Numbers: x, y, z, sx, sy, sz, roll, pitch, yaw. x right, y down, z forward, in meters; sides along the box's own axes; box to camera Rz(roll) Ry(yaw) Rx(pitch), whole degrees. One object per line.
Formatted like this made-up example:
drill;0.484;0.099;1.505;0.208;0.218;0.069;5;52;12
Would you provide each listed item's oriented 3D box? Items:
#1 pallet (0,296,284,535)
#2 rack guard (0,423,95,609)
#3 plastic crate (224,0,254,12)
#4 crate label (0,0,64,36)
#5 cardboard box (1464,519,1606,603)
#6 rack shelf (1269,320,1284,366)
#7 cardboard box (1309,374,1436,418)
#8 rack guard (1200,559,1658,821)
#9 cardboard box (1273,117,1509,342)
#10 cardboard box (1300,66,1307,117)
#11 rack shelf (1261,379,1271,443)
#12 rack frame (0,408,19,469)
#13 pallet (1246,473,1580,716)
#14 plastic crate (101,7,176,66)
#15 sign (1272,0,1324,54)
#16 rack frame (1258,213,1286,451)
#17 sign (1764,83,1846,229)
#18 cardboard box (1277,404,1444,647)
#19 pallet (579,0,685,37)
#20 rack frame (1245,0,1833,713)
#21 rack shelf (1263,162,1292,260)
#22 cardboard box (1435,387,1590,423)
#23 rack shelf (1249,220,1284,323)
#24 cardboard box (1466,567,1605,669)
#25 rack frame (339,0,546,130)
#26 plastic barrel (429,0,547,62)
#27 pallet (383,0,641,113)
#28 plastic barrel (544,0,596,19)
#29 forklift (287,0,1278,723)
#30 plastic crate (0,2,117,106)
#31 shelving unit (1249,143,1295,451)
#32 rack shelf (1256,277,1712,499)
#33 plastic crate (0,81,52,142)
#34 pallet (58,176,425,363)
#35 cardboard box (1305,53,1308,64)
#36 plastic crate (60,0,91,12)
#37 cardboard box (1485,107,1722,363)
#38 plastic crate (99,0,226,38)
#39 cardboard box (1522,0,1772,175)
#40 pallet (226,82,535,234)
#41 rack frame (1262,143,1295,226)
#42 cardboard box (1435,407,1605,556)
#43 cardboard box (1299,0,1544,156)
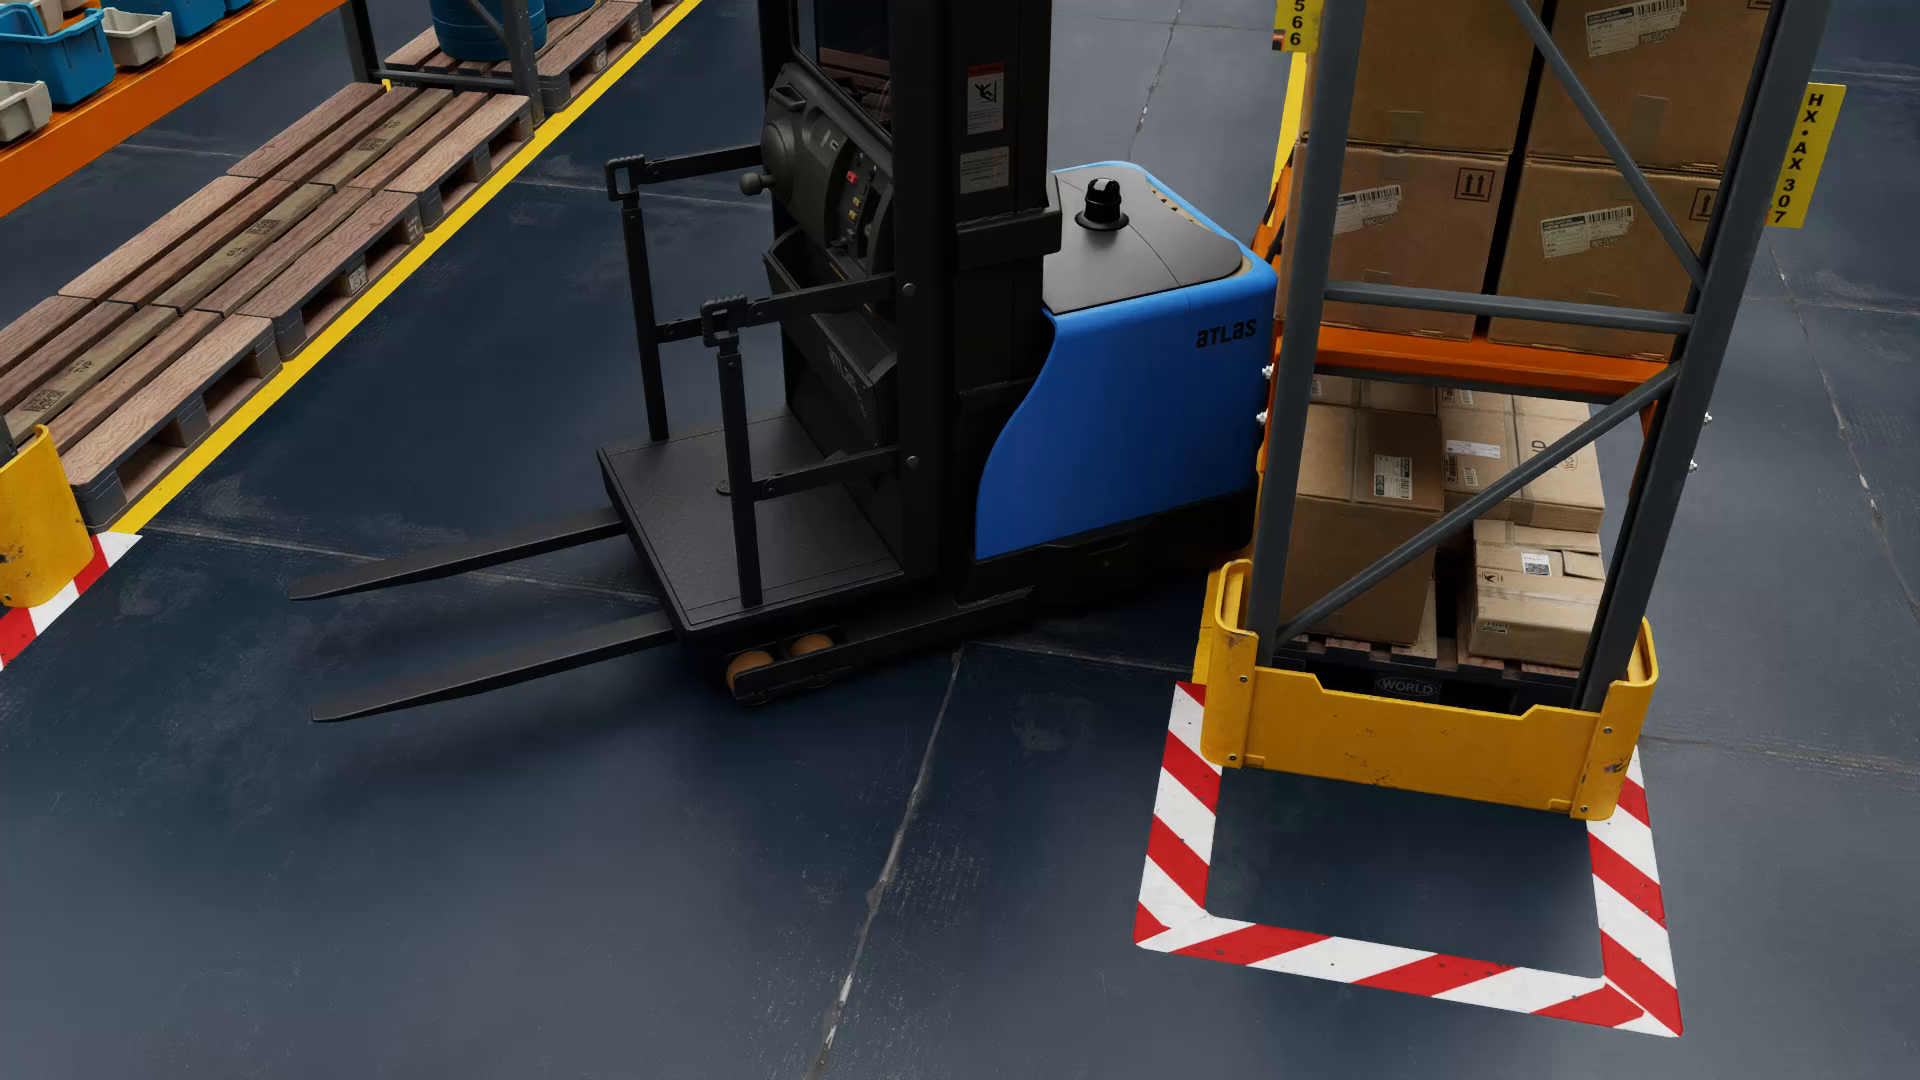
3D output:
pallet;-3.338;-0.509;6.272;1.003;0.211;1.213;7;37;10
rack guard;-3.545;-0.142;5.520;1.175;0.500;0.348;7;37;10
plastic crate;-2.832;-2.154;6.257;0.416;0.233;0.300;7;37;10
crate label;-3.443;-1.905;5.996;0.396;0.136;0.243;7;37;10
cardboard box;1.765;0.082;5.120;0.380;0.166;0.250;7;37;10
rack shelf;1.031;-0.697;5.725;0.258;0.148;0.480;18;45;0
cardboard box;1.394;-0.495;5.845;0.500;0.250;0.500;7;37;10
rack guard;1.302;0.422;4.742;1.175;0.500;0.348;7;37;10
cardboard box;1.116;-0.878;4.321;0.500;0.500;0.500;8;37;11
cardboard box;1.223;-1.176;4.732;0.500;0.500;0.500;8;37;10
rack shelf;0.988;-0.562;5.865;0.258;0.148;0.480;18;45;0
rack frame;-3.552;-1.170;4.808;1.000;3.000;0.127;7;37;10
pallet;1.472;0.082;5.458;1.003;0.211;1.213;7;37;10
plastic crate;-2.883;-1.750;5.782;0.250;0.136;0.298;7;37;10
sign;0.748;-1.225;3.628;0.100;0.325;0.005;7;37;10
rack frame;0.991;-0.579;5.504;0.240;1.200;0.015;18;45;0
sign;1.816;-0.829;3.601;0.100;0.325;0.005;7;37;10
cardboard box;1.162;-0.056;5.026;0.500;0.500;0.500;7;37;10
pallet;-2.234;-3.473;10.362;1.003;0.211;1.213;7;37;10
rack frame;1.286;-0.547;3.949;1.000;3.000;0.127;7;37;10
rack shelf;1.130;-1.008;5.401;0.258;0.148;0.480;18;45;0
cardboard box;1.893;-0.461;5.798;0.500;0.250;0.500;7;37;10
rack shelf;1.079;-0.848;5.568;0.258;0.148;0.480;18;45;0
cardboard box;1.711;0.232;4.928;0.380;0.149;0.250;7;37;10
rack frame;-2.698;-3.463;7.972;1.000;3.000;0.127;7;37;10
plastic barrel;-2.565;-3.093;8.892;0.600;0.901;0.708;7;37;10
pallet;-2.492;-2.771;9.394;1.003;0.211;1.213;7;37;10
plastic barrel;-2.414;-3.499;9.452;0.600;0.901;0.708;7;37;10
forklift;-0.570;-1.038;4.684;3.031;2.935;1.130;-15;38;-19
plastic crate;-3.037;-1.604;5.499;0.416;0.233;0.300;7;37;10
shelving unit;1.045;-0.742;5.678;0.258;1.200;0.503;18;45;0
rack shelf;1.713;-1.402;5.742;1.077;0.370;4.000;7;37;10
plastic crate;-3.028;-1.361;5.246;0.250;0.136;0.298;7;37;10
pallet;-3.075;-1.206;7.234;1.003;0.211;1.213;7;37;10
cardboard box;1.220;-1.572;4.425;0.500;0.500;0.500;8;37;11
plastic crate;-3.398;-2.077;6.233;0.298;0.136;0.250;7;37;10
cardboard box;1.639;-0.809;4.225;0.500;0.500;0.500;8;37;11
plastic crate;-2.896;-1.982;6.020;0.416;0.233;0.300;7;37;10
cardboard box;1.639;-1.214;3.931;0.500;0.500;0.500;8;37;11
pallet;-2.817;-1.908;8.202;1.003;0.211;1.213;7;37;10
rack frame;1.100;-0.905;5.851;0.240;1.200;0.015;18;45;0
cardboard box;1.786;-0.175;5.403;0.500;0.250;0.500;7;37;10
cardboard box;1.113;-1.282;4.025;0.500;0.500;0.500;7;37;10
